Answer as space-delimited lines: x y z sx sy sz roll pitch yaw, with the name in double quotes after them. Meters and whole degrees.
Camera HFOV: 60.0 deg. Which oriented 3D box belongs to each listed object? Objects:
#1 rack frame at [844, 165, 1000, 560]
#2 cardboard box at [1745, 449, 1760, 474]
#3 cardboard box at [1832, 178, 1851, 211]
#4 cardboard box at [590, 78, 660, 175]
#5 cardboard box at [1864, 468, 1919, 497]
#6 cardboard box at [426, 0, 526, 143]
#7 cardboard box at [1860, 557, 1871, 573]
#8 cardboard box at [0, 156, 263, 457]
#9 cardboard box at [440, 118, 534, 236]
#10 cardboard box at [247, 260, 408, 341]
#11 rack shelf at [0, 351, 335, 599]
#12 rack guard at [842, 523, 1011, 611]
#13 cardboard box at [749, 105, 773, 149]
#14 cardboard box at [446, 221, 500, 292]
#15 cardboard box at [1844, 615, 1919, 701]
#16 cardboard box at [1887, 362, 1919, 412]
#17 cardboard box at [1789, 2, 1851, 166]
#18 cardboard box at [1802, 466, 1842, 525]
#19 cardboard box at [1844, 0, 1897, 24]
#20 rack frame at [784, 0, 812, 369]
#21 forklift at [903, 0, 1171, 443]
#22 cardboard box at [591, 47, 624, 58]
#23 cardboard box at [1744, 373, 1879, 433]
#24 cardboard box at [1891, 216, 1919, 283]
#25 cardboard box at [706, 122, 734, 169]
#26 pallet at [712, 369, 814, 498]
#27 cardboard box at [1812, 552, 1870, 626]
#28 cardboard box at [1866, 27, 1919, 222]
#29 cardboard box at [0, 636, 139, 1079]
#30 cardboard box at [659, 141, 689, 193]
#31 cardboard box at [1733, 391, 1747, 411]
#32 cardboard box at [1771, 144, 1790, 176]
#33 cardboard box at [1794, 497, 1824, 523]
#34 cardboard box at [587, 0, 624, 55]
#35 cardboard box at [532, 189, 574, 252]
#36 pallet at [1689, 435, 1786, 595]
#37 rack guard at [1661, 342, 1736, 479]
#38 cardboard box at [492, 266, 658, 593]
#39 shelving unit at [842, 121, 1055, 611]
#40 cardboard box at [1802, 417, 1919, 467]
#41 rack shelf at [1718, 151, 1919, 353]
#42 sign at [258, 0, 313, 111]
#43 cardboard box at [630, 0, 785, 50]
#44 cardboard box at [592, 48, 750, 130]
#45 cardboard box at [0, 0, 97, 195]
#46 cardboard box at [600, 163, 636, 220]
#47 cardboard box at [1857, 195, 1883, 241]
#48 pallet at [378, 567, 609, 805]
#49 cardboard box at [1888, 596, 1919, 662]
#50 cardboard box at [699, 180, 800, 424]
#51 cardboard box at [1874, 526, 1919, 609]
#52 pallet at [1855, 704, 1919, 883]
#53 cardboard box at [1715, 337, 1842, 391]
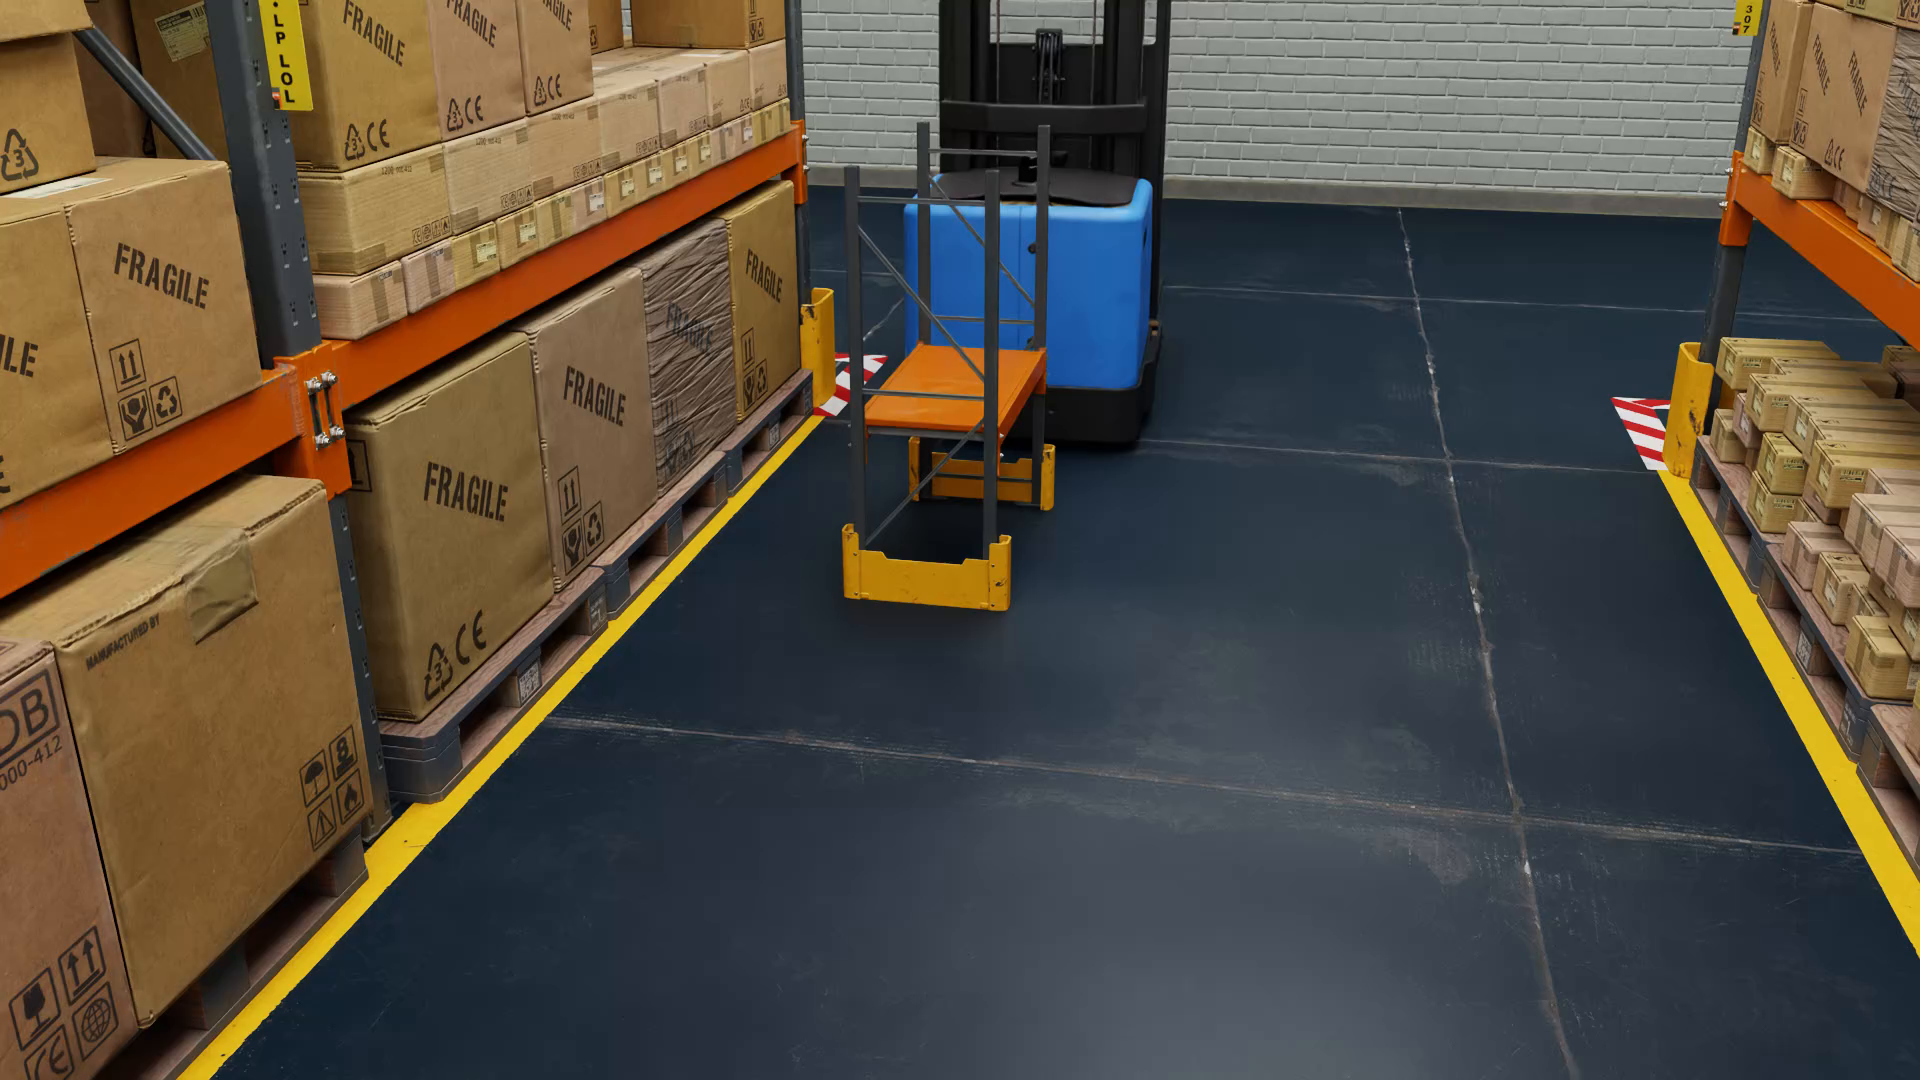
-0.121 -0.479 5.534 0.500 1.500 0.032 4 22 11 "rack frame"
3.233 -0.300 6.338 0.380 0.149 0.250 4 22 11 "cardboard box"
3.202 -1.191 5.633 0.380 0.149 0.250 6 23 13 "cardboard box"
-1.357 -1.421 5.669 0.500 0.250 0.500 4 22 11 "cardboard box"
2.980 -0.098 5.039 0.380 0.149 0.250 5 22 11 "cardboard box"
-1.569 -1.401 4.616 0.500 0.500 0.500 4 22 11 "cardboard box"
2.994 0.047 5.078 0.380 0.149 0.250 6 23 13 "cardboard box"
-1.853 -0.504 3.456 0.500 0.500 0.500 5 22 11 "cardboard box"
-1.566 -1.051 4.751 0.500 0.250 0.500 4 22 11 "cardboard box"
-1.639 -0.616 4.204 0.380 0.149 0.250 5 22 11 "cardboard box"
-2.433 0.416 2.269 1.077 0.370 4.000 4 22 11 "rack shelf"
-0.117 0.094 5.785 0.587 0.250 0.087 4 22 11 "rack guard"
-1.010 -1.745 7.008 0.380 0.149 0.250 5 22 11 "cardboard box"
-1.532 -0.808 4.681 0.380 0.149 0.250 5 23 13 "cardboard box"
2.768 0.345 4.735 0.380 0.149 0.250 4 22 11 "cardboard box"
3.659 -0.545 6.150 0.380 0.149 0.250 5 22 12 "cardboard box"
3.180 -1.541 5.632 0.500 0.500 0.500 5 22 11 "cardboard box"
3.074 -0.154 5.576 0.380 0.149 0.250 3 22 8 "cardboard box"
3.050 -1.828 5.007 0.500 0.500 0.500 4 22 10 "cardboard box"
-1.208 -2.112 7.583 1.000 3.000 0.127 4 22 11 "rack frame"
0.482 -2.297 8.135 1.130 2.935 3.031 3 22 8 "forklift"
-1.670 -1.835 6.698 0.500 0.250 0.500 4 22 10 "cardboard box"
3.072 -0.488 6.007 0.380 0.149 0.250 4 22 11 "cardboard box"
2.888 -0.817 4.704 0.380 0.149 0.250 5 22 12 "cardboard box"
-1.115 -1.562 6.553 0.380 0.149 0.250 5 22 12 "cardboard box"
-1.295 -0.520 7.363 1.003 0.211 1.213 4 22 11 "pallet"
2.904 0.164 5.184 0.380 0.149 0.250 4 22 11 "cardboard box"
2.970 -1.176 4.726 0.500 0.500 0.500 4 22 10 "cardboard box"
-2.317 0.704 2.873 1.225 0.875 0.875 4 22 9 "cardboard box"
-1.218 -1.372 6.081 0.380 0.149 0.250 5 22 11 "cardboard box"
3.268 -0.536 6.524 0.380 0.149 0.250 5 23 13 "cardboard box"
3.228 -1.391 6.129 0.380 0.149 0.250 5 23 13 "cardboard box"
3.071 -0.023 5.651 0.380 0.149 0.250 5 22 11 "cardboard box"
-1.673 -2.191 6.577 0.500 0.500 0.500 4 22 10 "cardboard box"
-1.428 -0.998 5.153 0.380 0.149 0.250 4 22 10 "cardboard box"
3.411 -0.082 6.274 1.003 0.211 1.213 4 22 11 "pallet"
3.611 -0.510 6.951 1.175 0.500 0.348 4 22 11 "rack guard"
-1.628 -0.423 5.671 0.875 0.875 0.875 4 22 11 "cardboard box"
-0.016 -0.668 6.004 0.587 1.500 1.083 4 22 11 "shelving unit"
3.036 -0.290 5.516 0.380 0.149 0.250 5 23 13 "cardboard box"
3.218 -0.632 4.871 1.077 0.370 4.000 4 22 11 "rack shelf"
-1.491 -1.112 3.656 0.100 0.325 0.005 4 22 11 "sign"
-1.051 -2.330 6.923 0.500 0.500 0.500 5 22 12 "cardboard box"
-1.152 -1.798 6.605 0.500 0.250 0.500 4 22 10 "cardboard box"
-2.147 -0.927 3.163 0.797 0.503 0.637 4 22 10 "cardboard box"
-1.322 -1.186 5.619 0.380 0.149 0.250 4 22 9 "cardboard box"
3.045 -1.006 5.173 0.380 0.149 0.250 4 22 10 "cardboard box"
-1.793 0.372 5.148 1.003 0.211 1.213 4 22 11 "pallet"
2.824 0.238 4.604 0.380 0.149 0.250 5 22 12 "cardboard box"
-1.261 -1.081 7.305 0.875 0.875 0.875 4 22 11 "cardboard box"
2.779 0.084 4.587 0.380 0.149 0.250 3 22 8 "cardboard box"
2.913 0.811 4.058 1.003 0.211 1.213 4 22 11 "pallet"
3.187 -0.680 6.484 0.380 0.149 0.250 3 22 8 "cardboard box"
